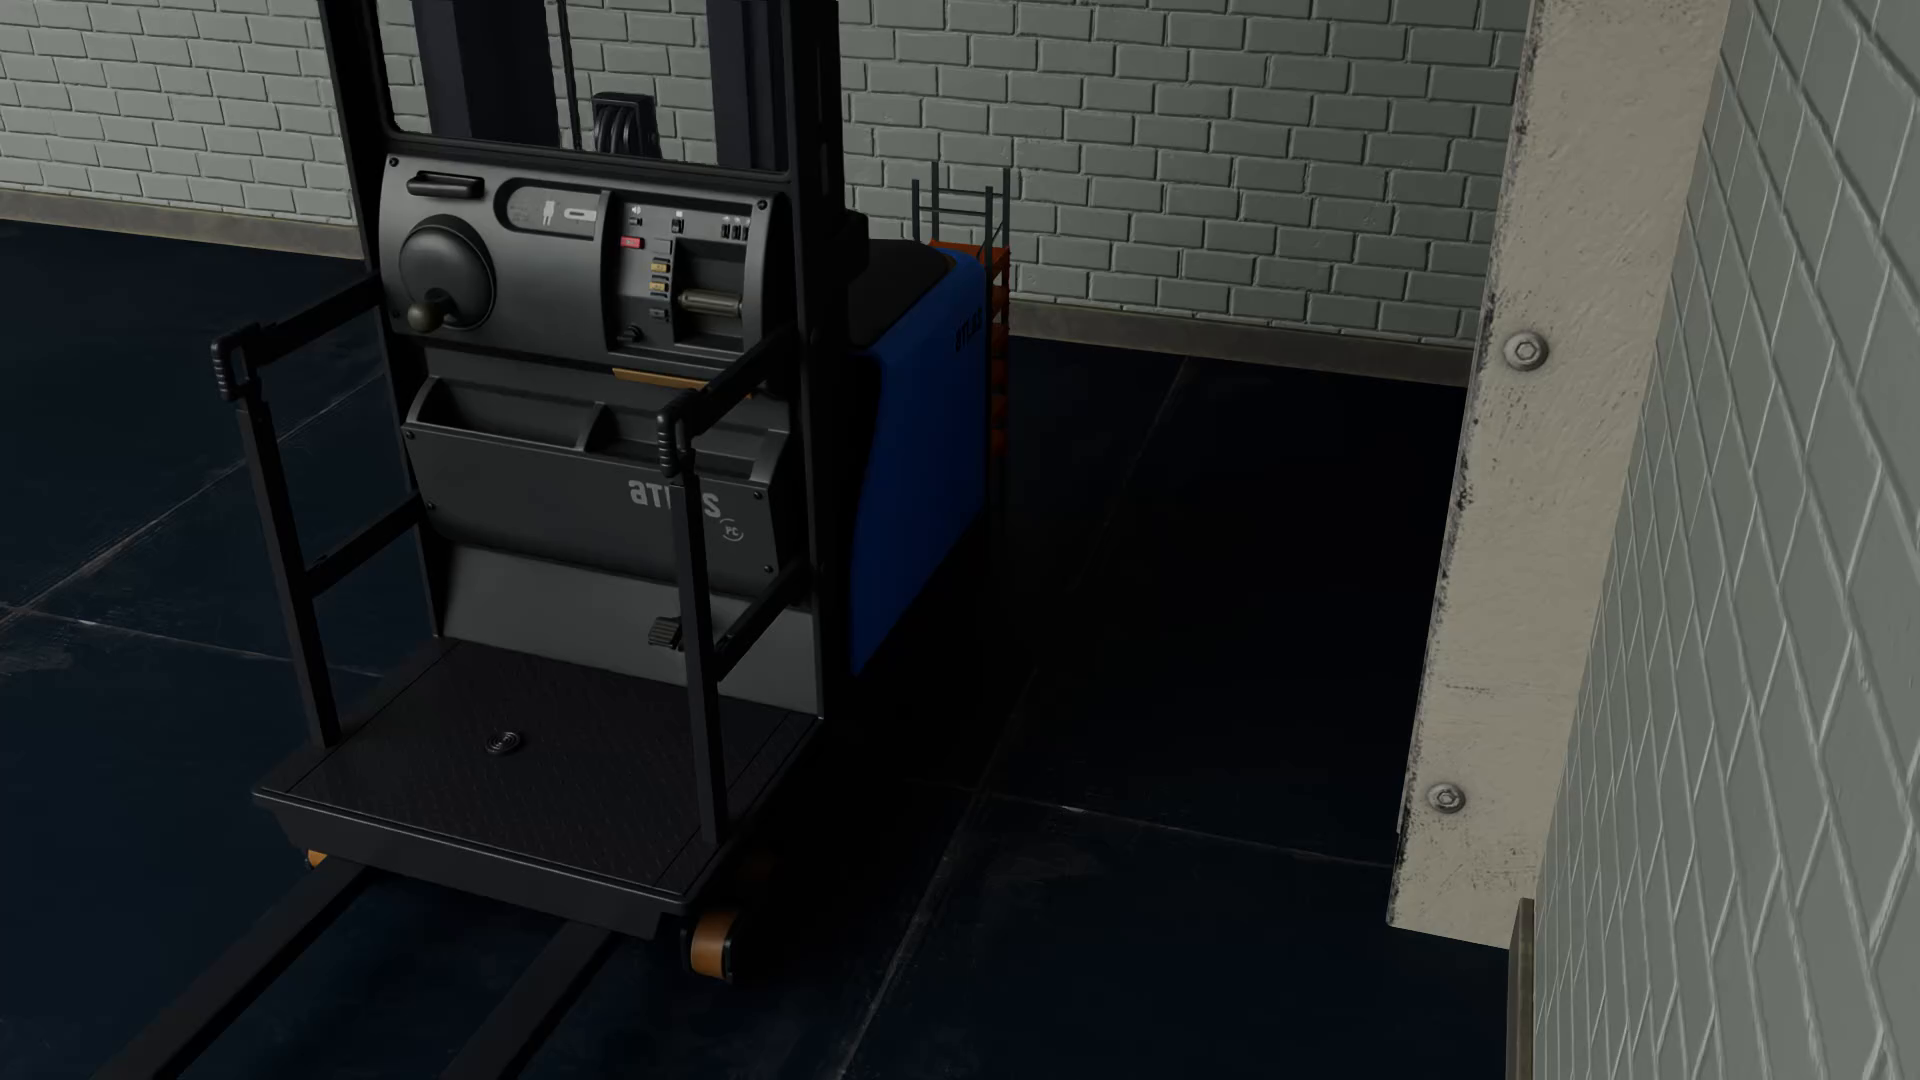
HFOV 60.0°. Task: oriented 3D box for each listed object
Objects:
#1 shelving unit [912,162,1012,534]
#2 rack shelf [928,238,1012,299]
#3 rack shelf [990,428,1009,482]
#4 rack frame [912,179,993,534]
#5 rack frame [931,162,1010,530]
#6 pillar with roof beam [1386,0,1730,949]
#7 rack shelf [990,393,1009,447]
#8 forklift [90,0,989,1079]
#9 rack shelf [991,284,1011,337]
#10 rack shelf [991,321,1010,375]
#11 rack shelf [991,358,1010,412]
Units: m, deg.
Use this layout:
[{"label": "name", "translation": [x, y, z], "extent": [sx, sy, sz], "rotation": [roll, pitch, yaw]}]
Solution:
[{"label": "shelving unit", "translation": [0.004, -0.531, 5.086], "extent": [0.258, 1.200, 0.189], "rotation": [8, 30, 15]}, {"label": "rack shelf", "translation": [0.004, -0.807, 4.933], "extent": [0.258, 0.103, 0.180], "rotation": [8, 30, 15]}, {"label": "rack shelf", "translation": [0.004, -0.282, 5.225], "extent": [0.258, 0.103, 0.180], "rotation": [8, 30, 15]}, {"label": "rack frame", "translation": [-0.023, -0.489, 5.010], "extent": [0.240, 1.200, 0.006], "rotation": [8, 30, 15]}, {"label": "rack frame", "translation": [0.031, -0.574, 5.163], "extent": [0.240, 1.200, 0.006], "rotation": [8, 30, 15]}, {"label": "pillar with roof beam", "translation": [-2.940, -3.740, 2.833], "extent": [9.100, 9.000, 0.400], "rotation": [8, 30, 15]}, {"label": "rack shelf", "translation": [0.004, -0.387, 5.166], "extent": [0.258, 0.103, 0.180], "rotation": [8, 30, 15]}, {"label": "forklift", "translation": [-0.891, -0.546, 3.333], "extent": [1.130, 2.935, 3.031], "rotation": [10, 31, 17]}, {"label": "rack shelf", "translation": [0.004, -0.702, 4.991], "extent": [0.258, 0.103, 0.180], "rotation": [8, 30, 15]}, {"label": "rack shelf", "translation": [0.004, -0.597, 5.050], "extent": [0.258, 0.103, 0.180], "rotation": [8, 30, 15]}, {"label": "rack shelf", "translation": [0.004, -0.492, 5.108], "extent": [0.258, 0.103, 0.180], "rotation": [8, 30, 15]}]
